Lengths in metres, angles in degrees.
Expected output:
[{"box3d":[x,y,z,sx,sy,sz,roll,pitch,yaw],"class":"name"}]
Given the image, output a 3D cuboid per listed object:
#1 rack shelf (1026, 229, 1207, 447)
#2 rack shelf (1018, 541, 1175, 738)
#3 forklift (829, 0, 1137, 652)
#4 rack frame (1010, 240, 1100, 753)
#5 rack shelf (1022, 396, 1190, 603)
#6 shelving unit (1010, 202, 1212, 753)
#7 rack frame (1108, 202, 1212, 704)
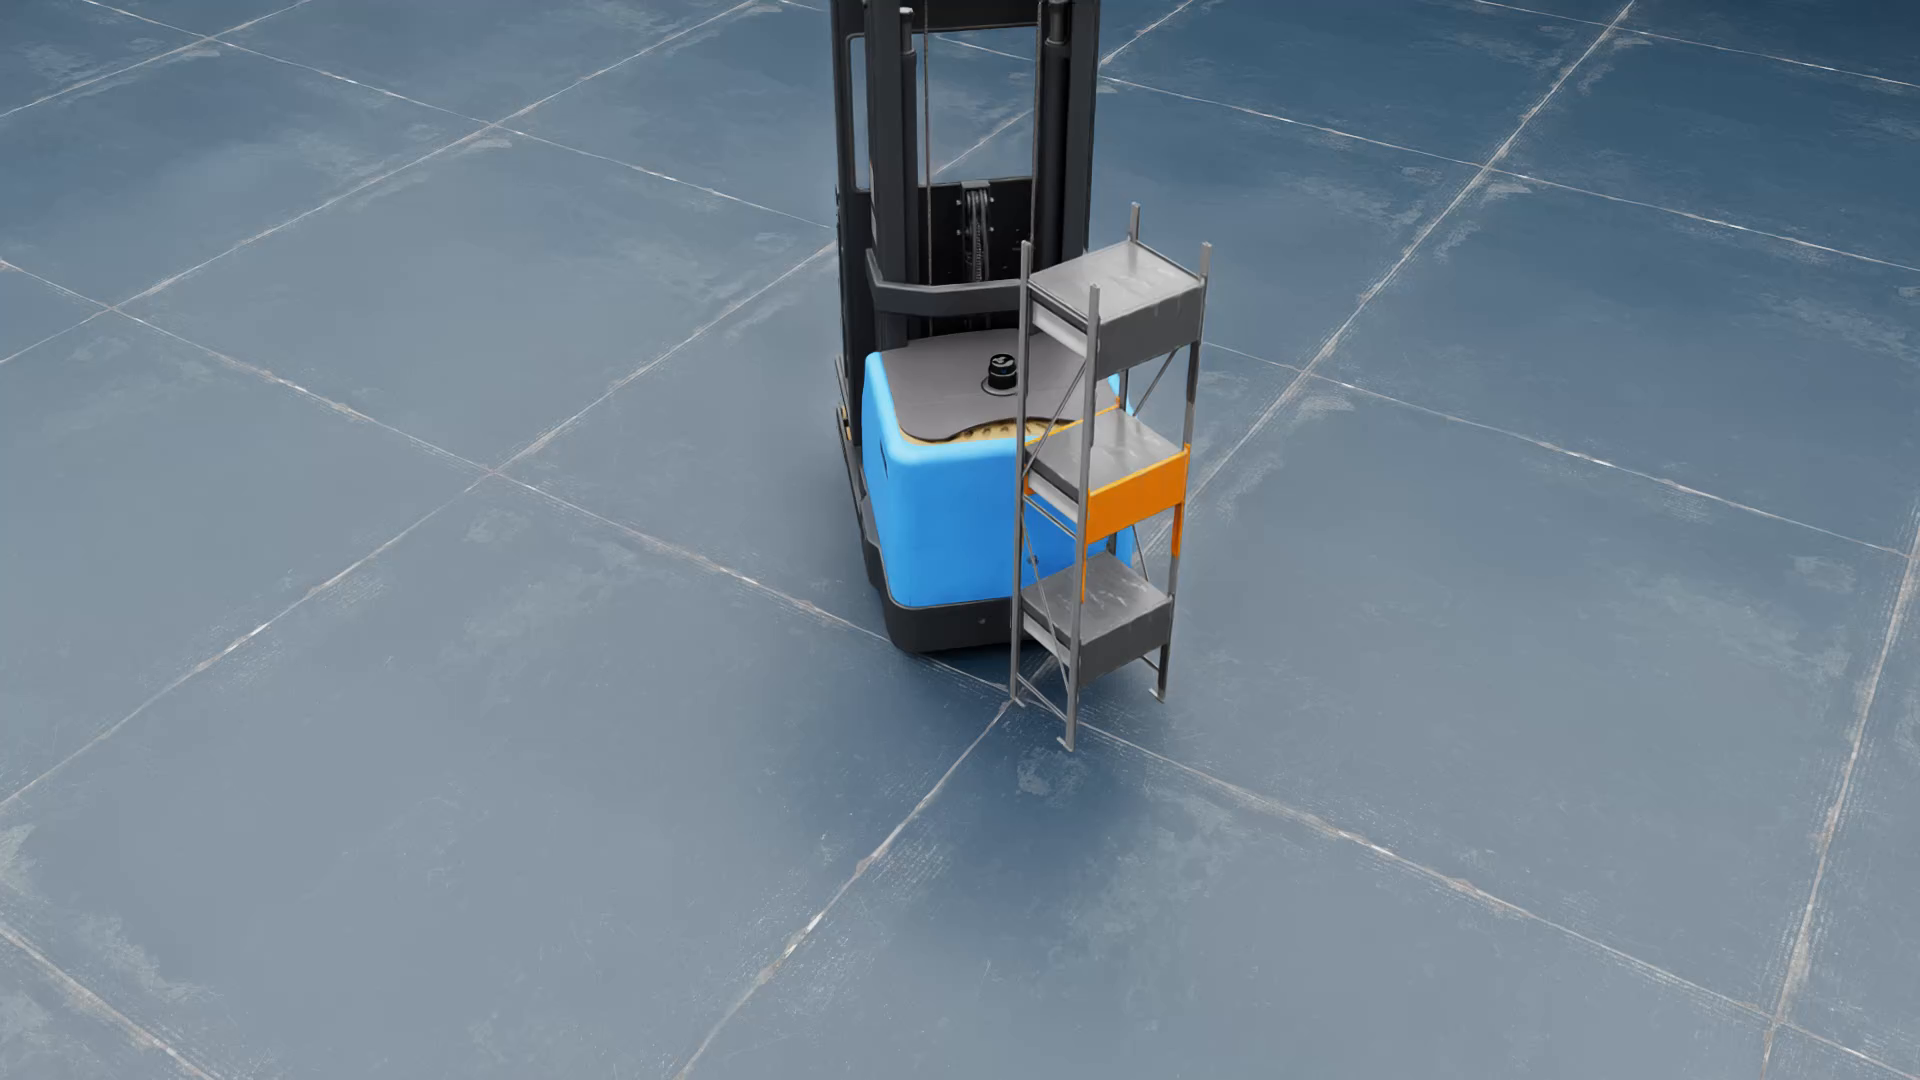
[{"box3d":[0.528,-0.713,5.831,0.480,0.518,0.431,-24,44,-28],"class":"rack shelf"},{"box3d":[0.528,0.396,6.686,0.480,0.518,0.431,-24,44,-28],"class":"rack shelf"},{"box3d":[-0.018,-1.584,7.404,1.130,2.935,3.031,-6,38,-8],"class":"forklift"},{"box3d":[0.330,-0.082,6.137,0.015,2.100,0.400,-24,44,-28],"class":"rack frame"},{"box3d":[0.528,-0.159,6.258,0.480,0.518,0.431,-24,44,-28],"class":"rack shelf"},{"box3d":[0.528,-0.169,6.250,0.503,2.100,0.431,-24,44,-28],"class":"shelving unit"},{"box3d":[0.725,-0.257,6.363,0.015,2.100,0.400,-24,44,-28],"class":"rack frame"}]
